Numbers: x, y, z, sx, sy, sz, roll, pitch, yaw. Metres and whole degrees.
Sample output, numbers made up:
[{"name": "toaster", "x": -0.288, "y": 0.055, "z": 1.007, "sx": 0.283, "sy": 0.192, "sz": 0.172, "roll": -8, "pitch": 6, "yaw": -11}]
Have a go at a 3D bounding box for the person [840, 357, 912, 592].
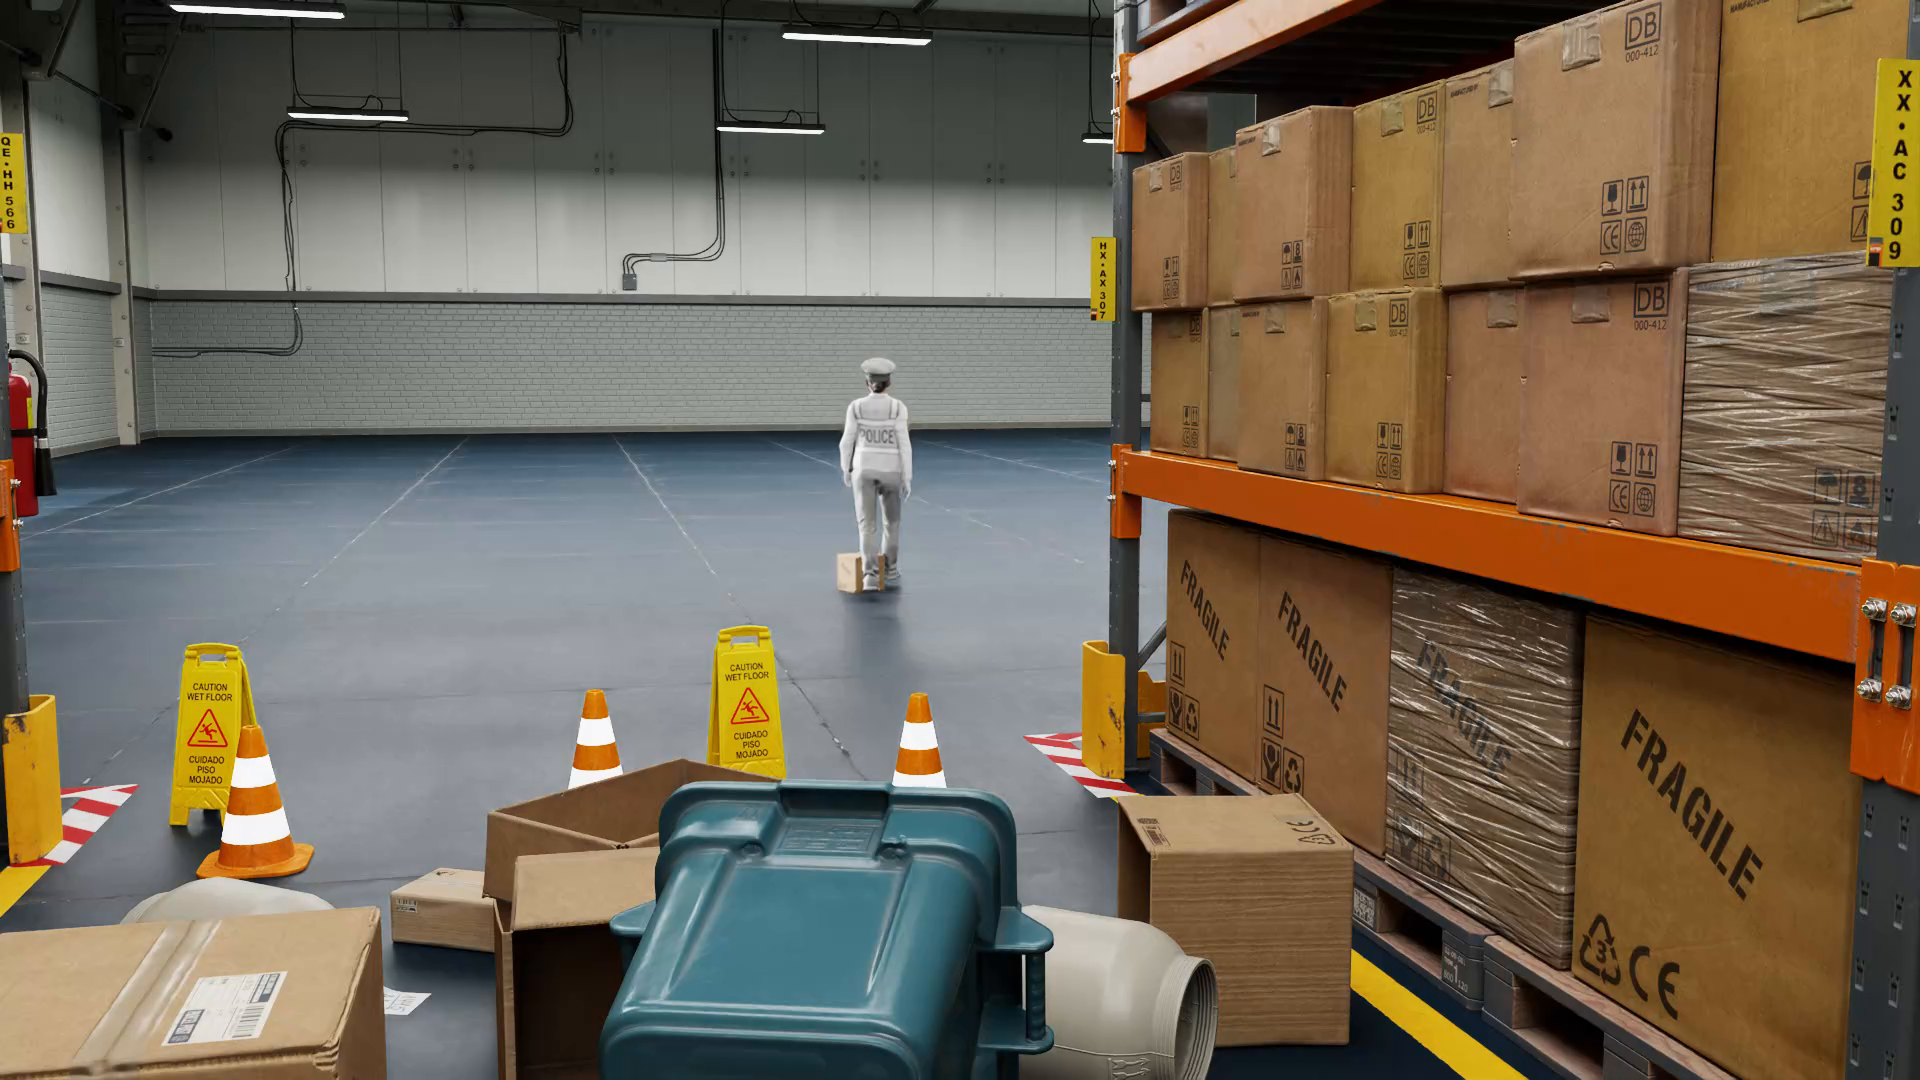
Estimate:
[{"name": "person", "x": -0.604, "y": -0.481, "z": 11.830, "sx": 0.504, "sy": 1.628, "sz": 1.003, "roll": 0, "pitch": 6, "yaw": -4}]
